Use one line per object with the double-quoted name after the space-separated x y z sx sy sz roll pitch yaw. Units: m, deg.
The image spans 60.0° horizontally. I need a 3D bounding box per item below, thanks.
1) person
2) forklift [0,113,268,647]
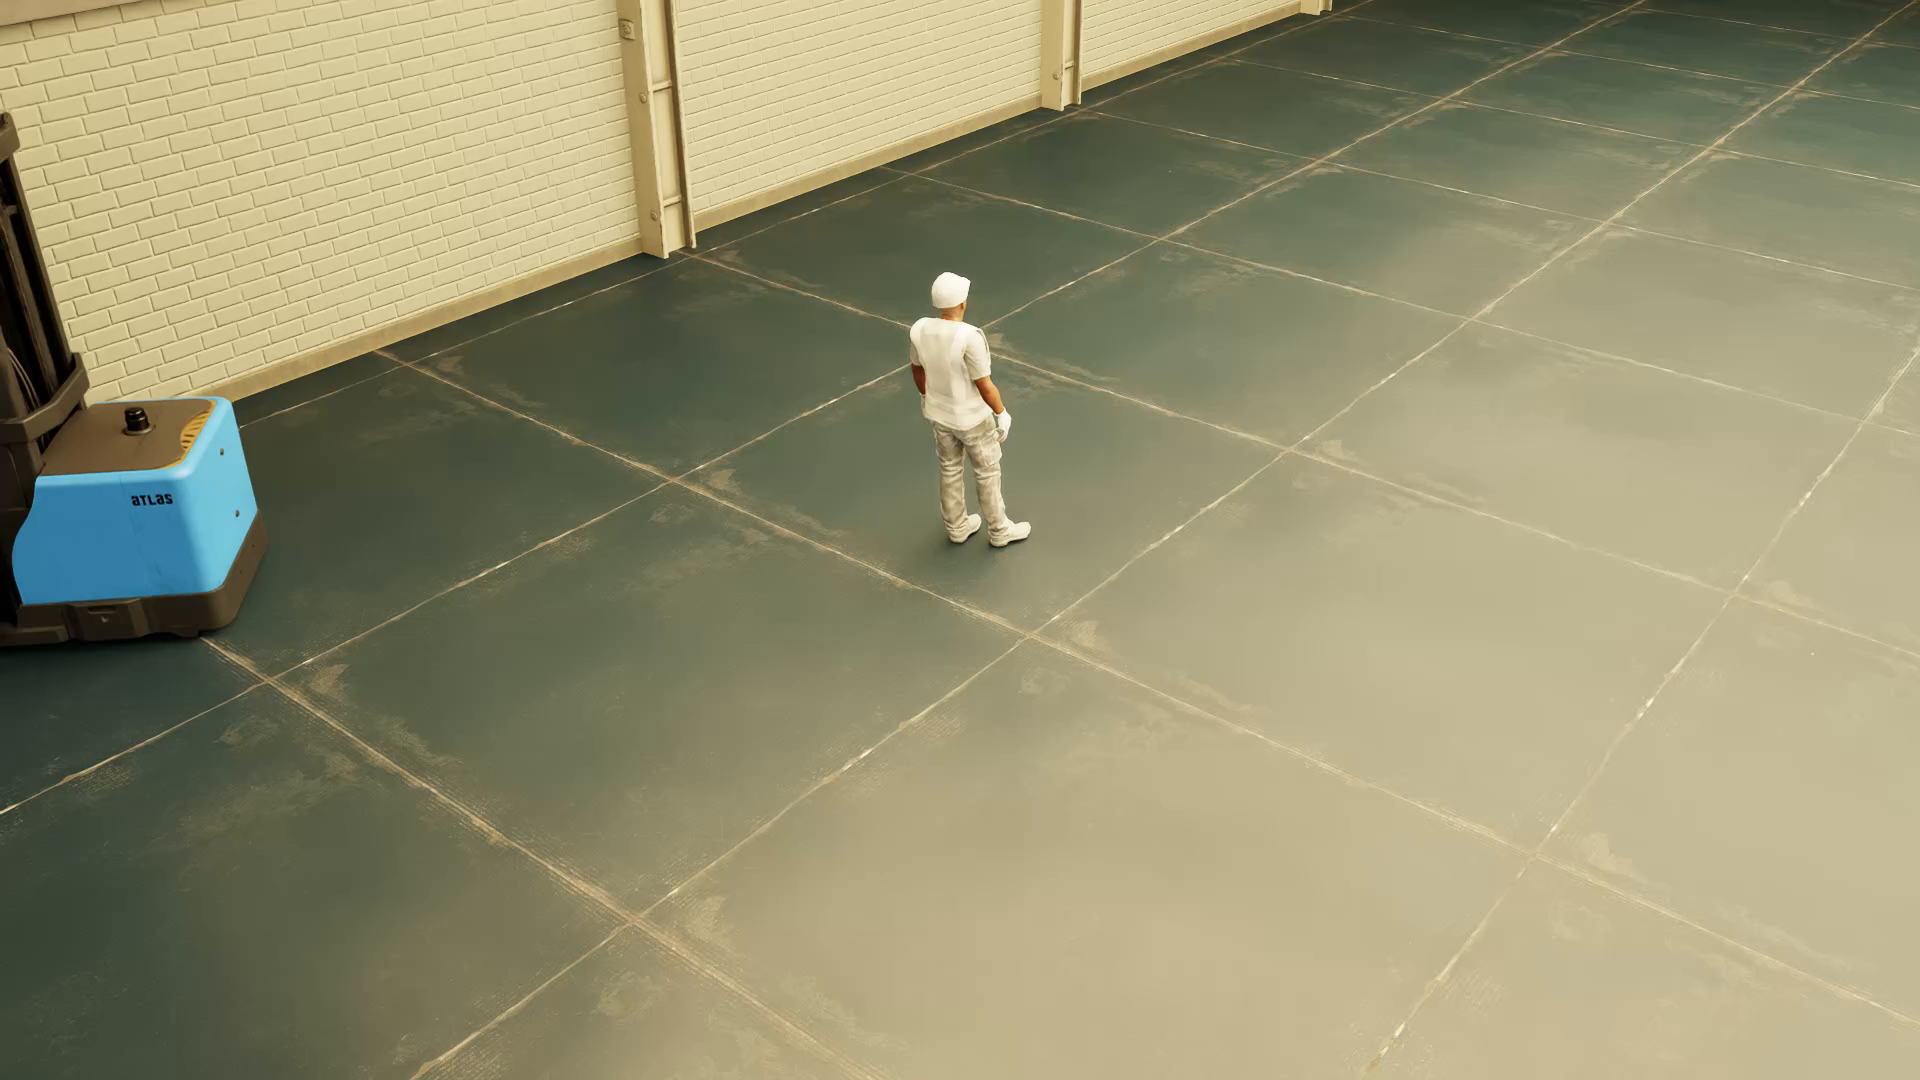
0.052 -0.802 10.091 0.656 1.784 0.575 22 37 33 "person"
-5.737 -0.863 9.072 3.031 2.935 1.130 -4 31 -6 "forklift"
